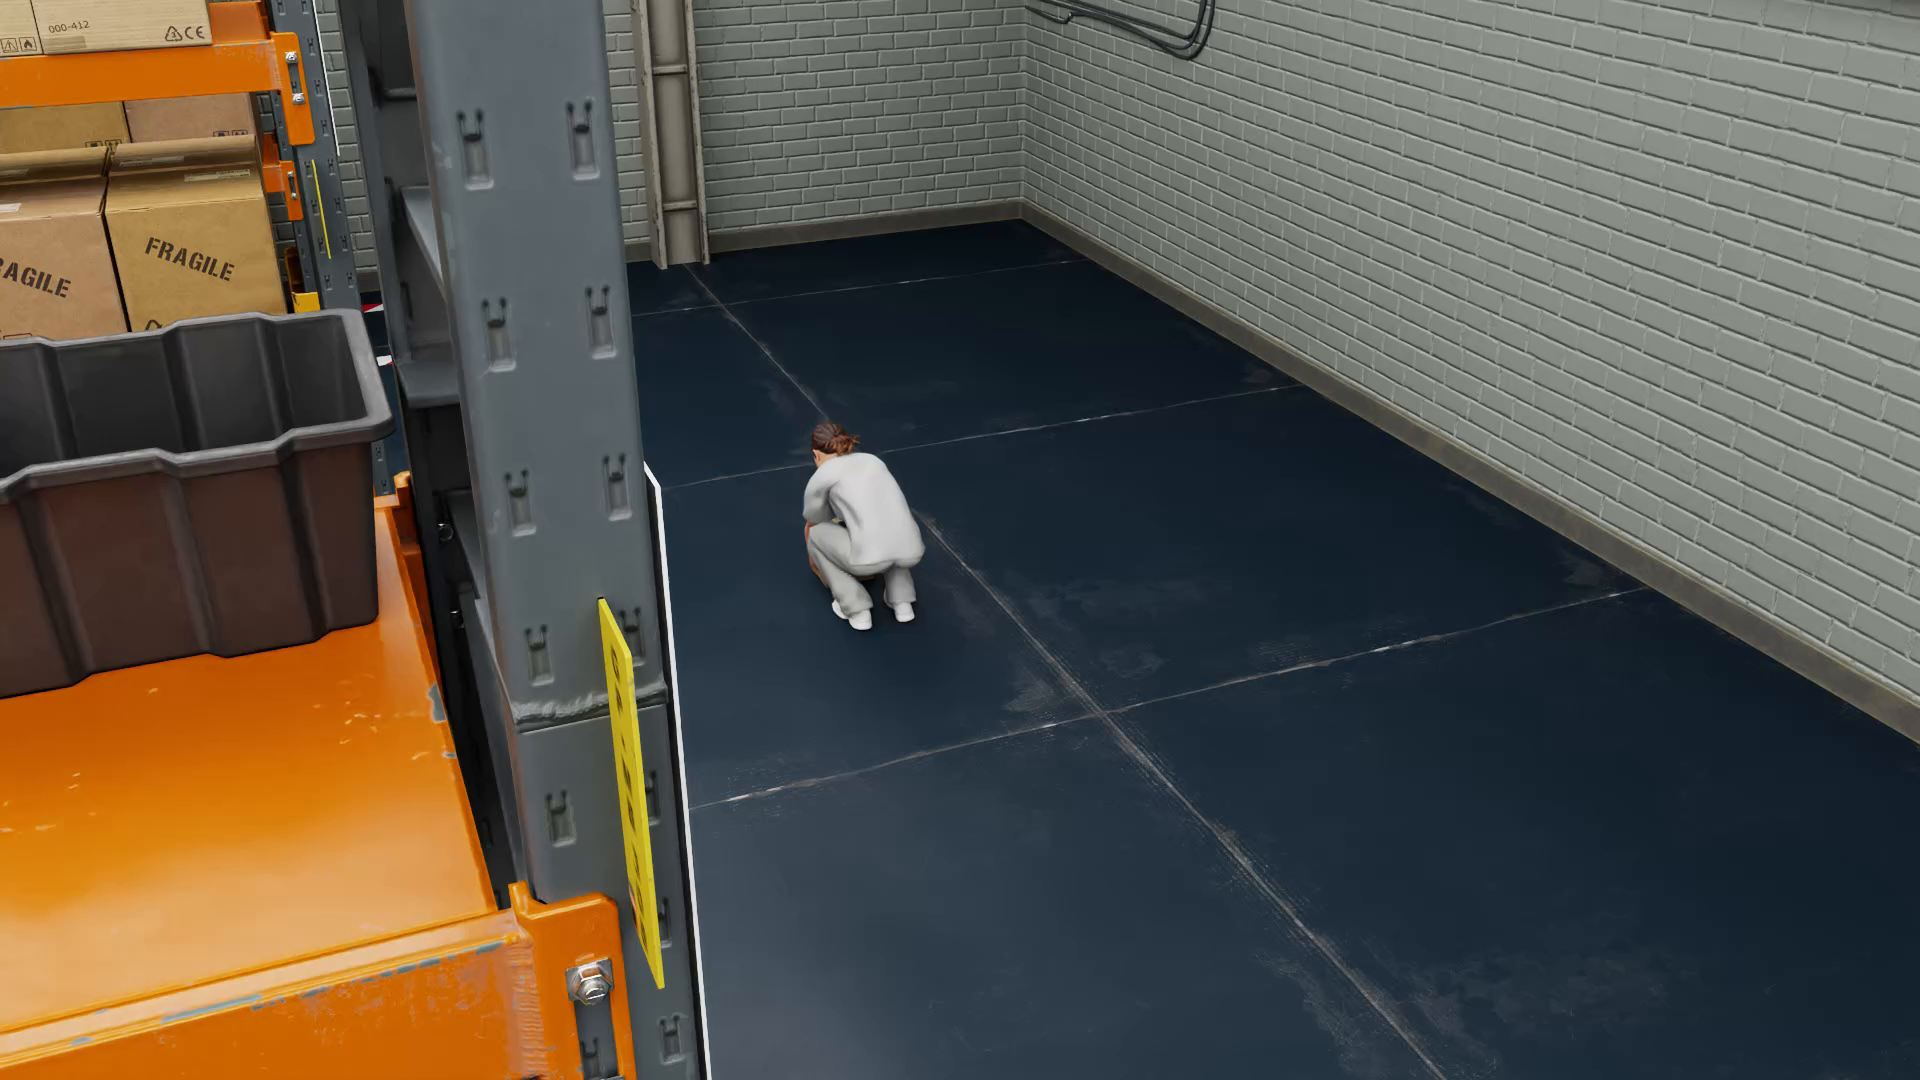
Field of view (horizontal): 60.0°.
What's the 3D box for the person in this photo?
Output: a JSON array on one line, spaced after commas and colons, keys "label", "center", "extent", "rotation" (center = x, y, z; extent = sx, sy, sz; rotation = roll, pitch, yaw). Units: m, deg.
[{"label": "person", "center": [-0.458, -0.065, 7.749], "extent": [0.477, 0.802, 0.801], "rotation": [-10, 28, -20]}]
